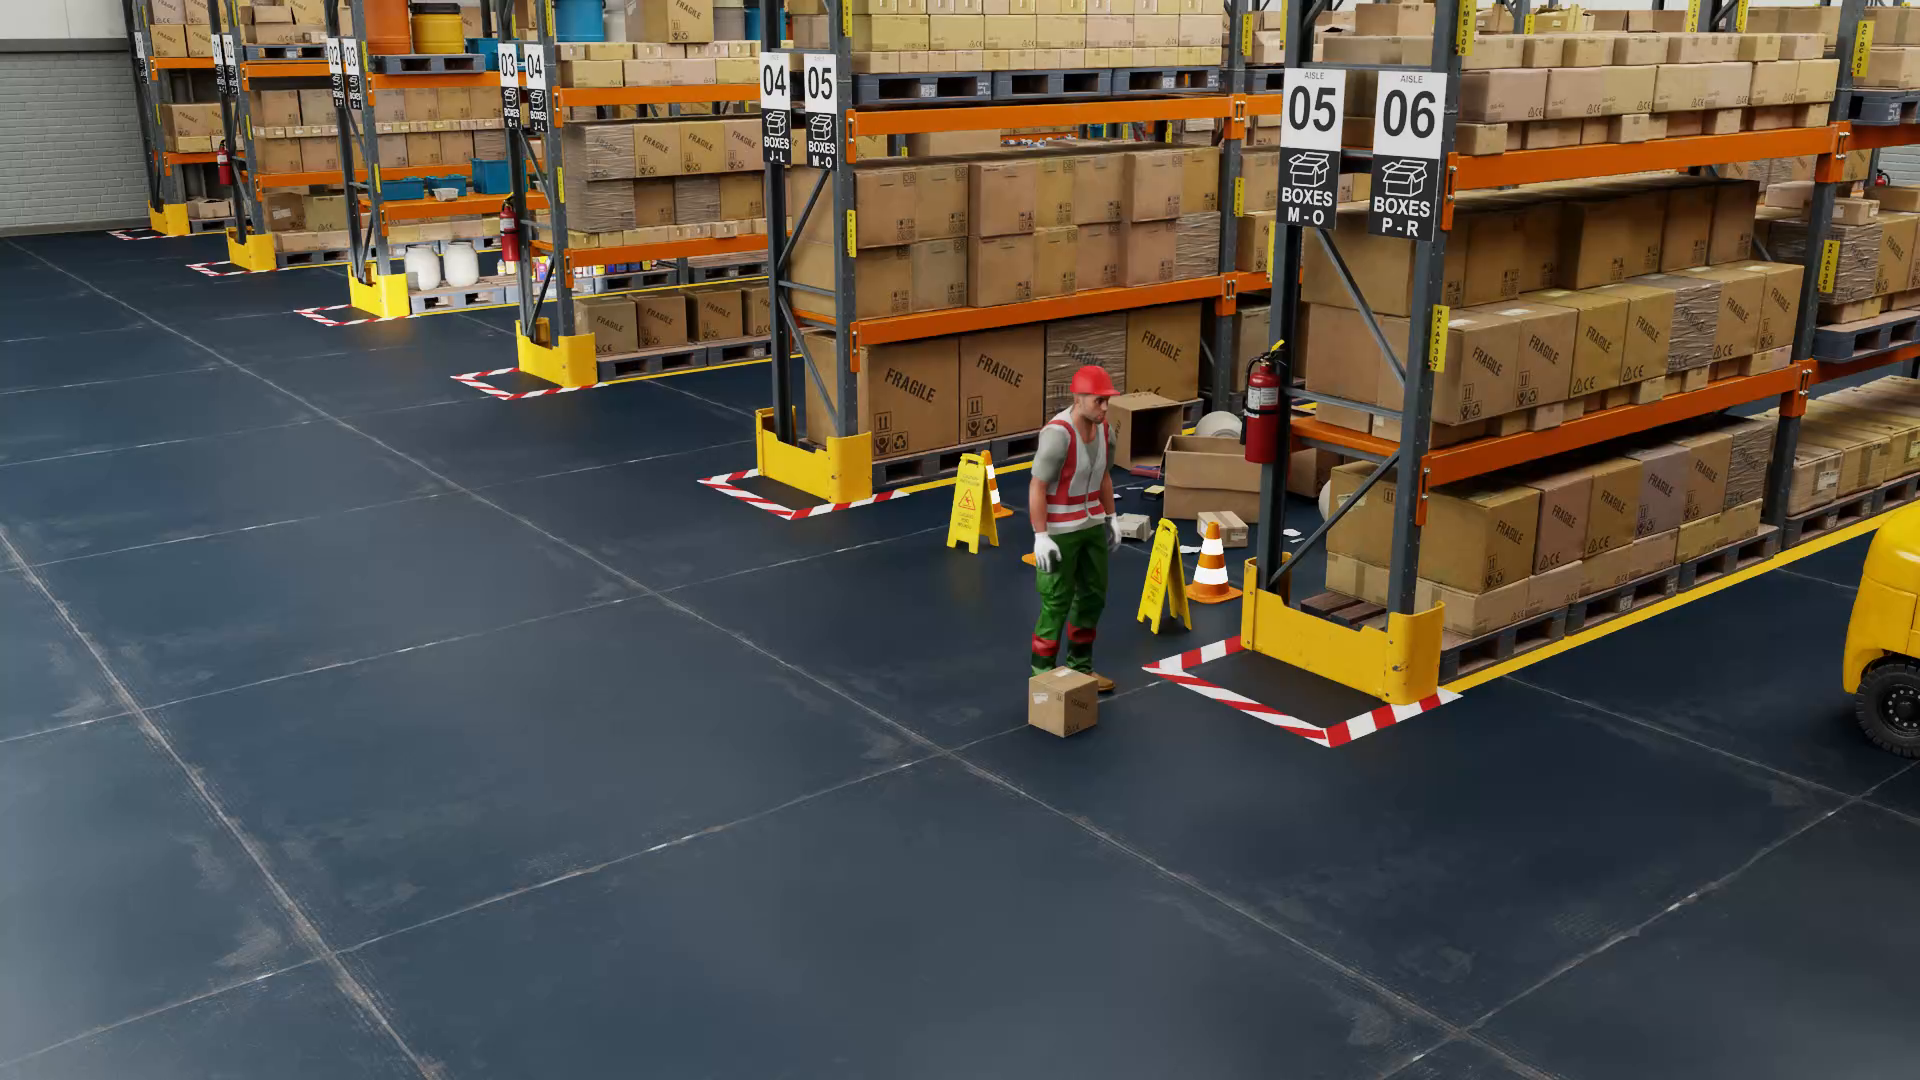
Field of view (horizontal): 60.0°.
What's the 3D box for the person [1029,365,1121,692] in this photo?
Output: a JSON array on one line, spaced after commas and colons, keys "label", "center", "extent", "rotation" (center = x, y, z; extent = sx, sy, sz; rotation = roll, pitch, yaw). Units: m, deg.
[{"label": "person", "center": [0.609, -0.034, 8.638], "extent": [0.618, 1.776, 0.455], "rotation": [-15, 23, -40]}]
